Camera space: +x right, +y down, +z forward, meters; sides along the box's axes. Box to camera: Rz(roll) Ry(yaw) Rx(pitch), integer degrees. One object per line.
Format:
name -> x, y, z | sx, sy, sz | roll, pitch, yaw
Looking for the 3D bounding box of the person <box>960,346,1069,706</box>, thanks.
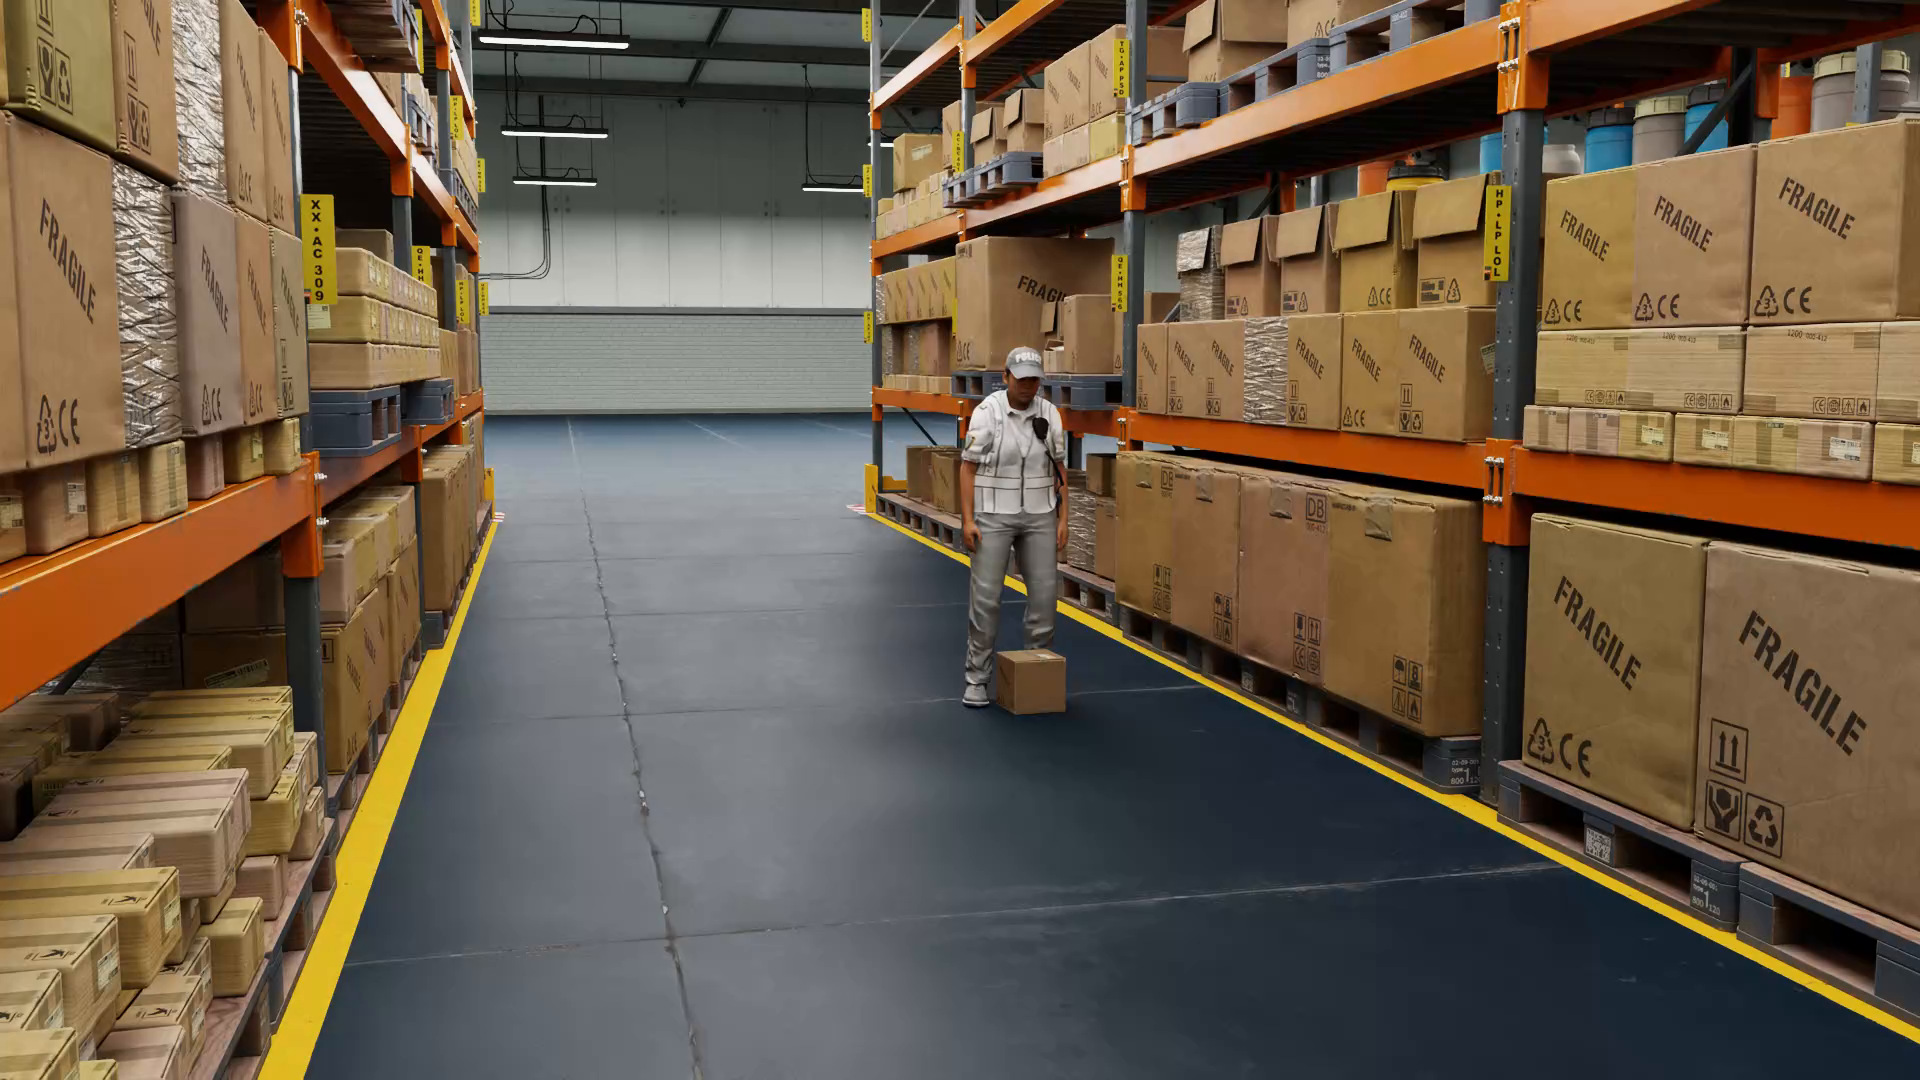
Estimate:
person -> 0.257, -0.072, 7.810 | 0.539, 1.666, 0.466 | -1, 6, -13
